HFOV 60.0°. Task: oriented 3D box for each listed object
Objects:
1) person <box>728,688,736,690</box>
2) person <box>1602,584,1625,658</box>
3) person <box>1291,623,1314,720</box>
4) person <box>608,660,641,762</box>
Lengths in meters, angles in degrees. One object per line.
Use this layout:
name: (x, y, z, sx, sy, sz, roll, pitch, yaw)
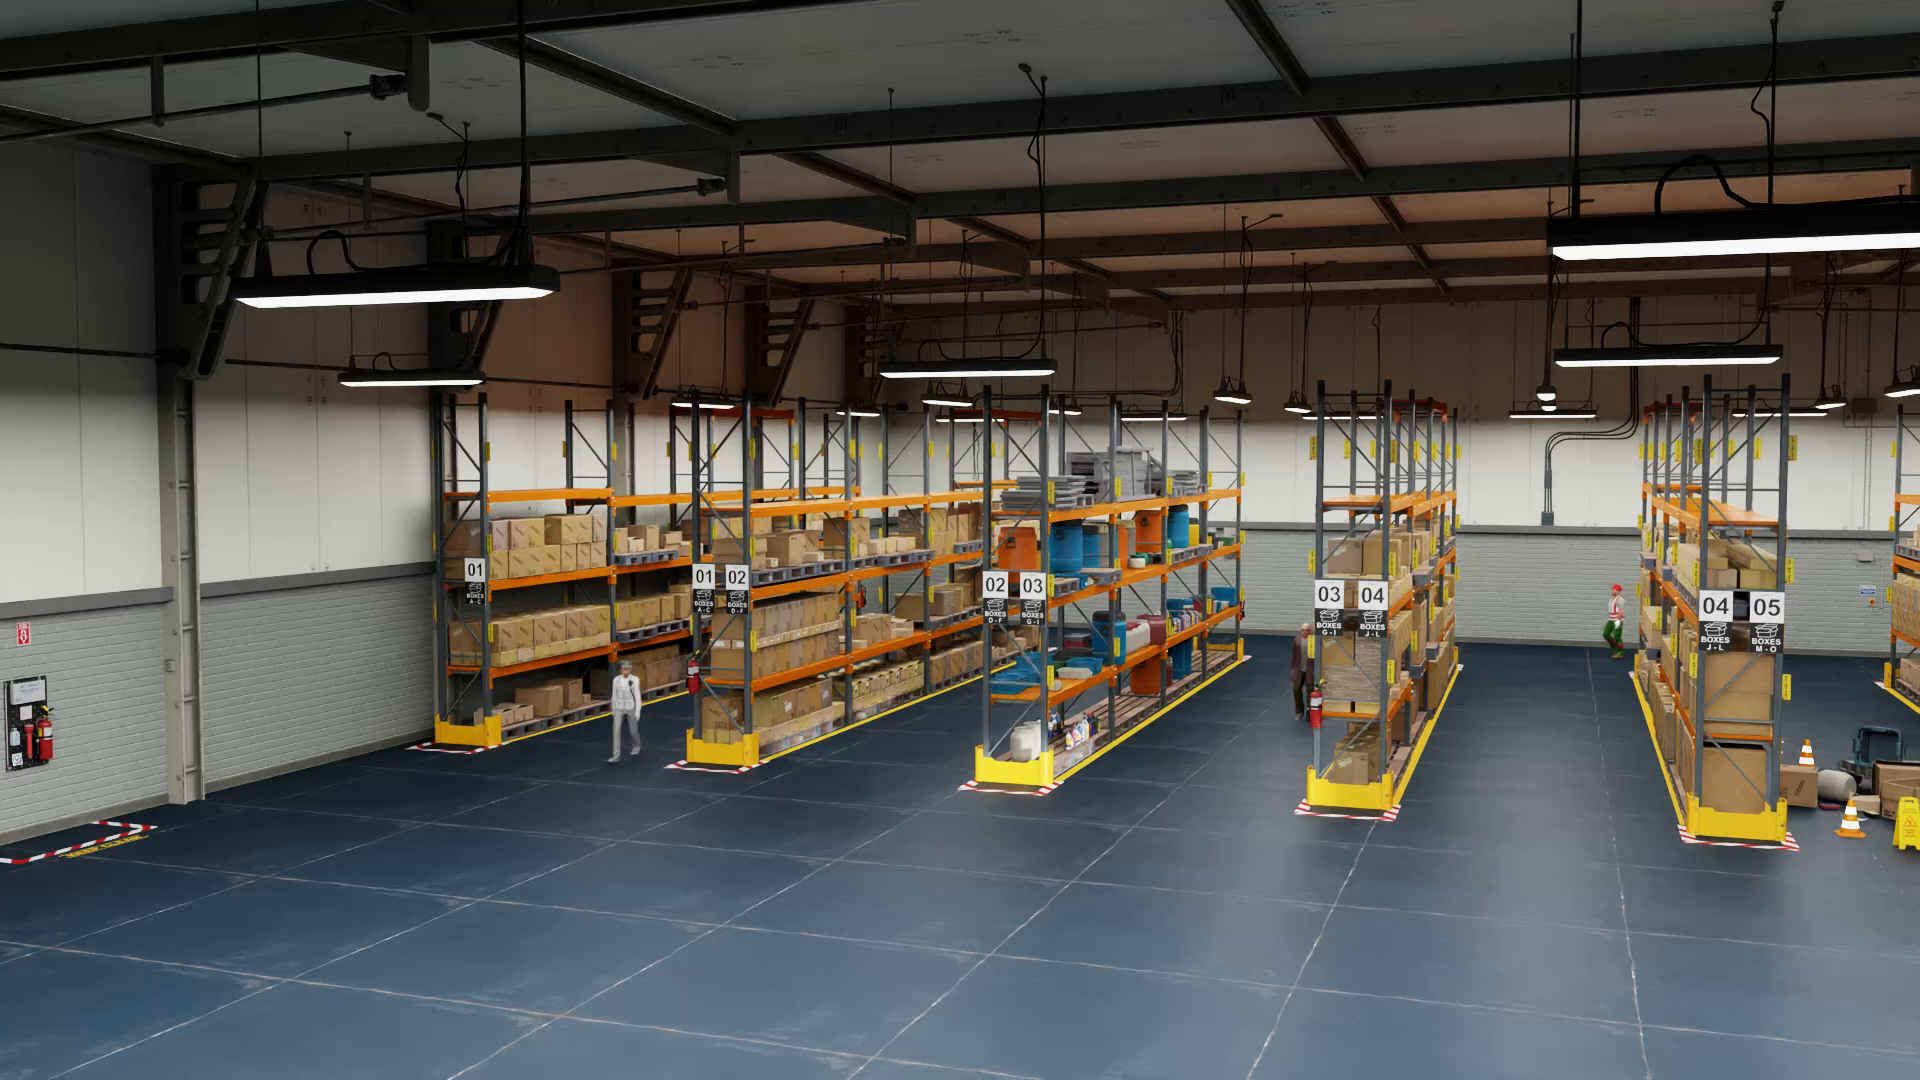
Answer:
person: (-4.129, 2.545, 31.032, 0.507, 1.639, 0.570, 0, 3, 0)
person: (15.776, 1.966, 40.061, 0.436, 1.801, 0.574, 0, 3, -8)
person: (6.477, 2.479, 31.172, 0.613, 1.845, 0.595, 2, 4, 31)
person: (-5.412, 2.749, 26.957, 0.490, 1.635, 0.824, 0, 3, -2)
